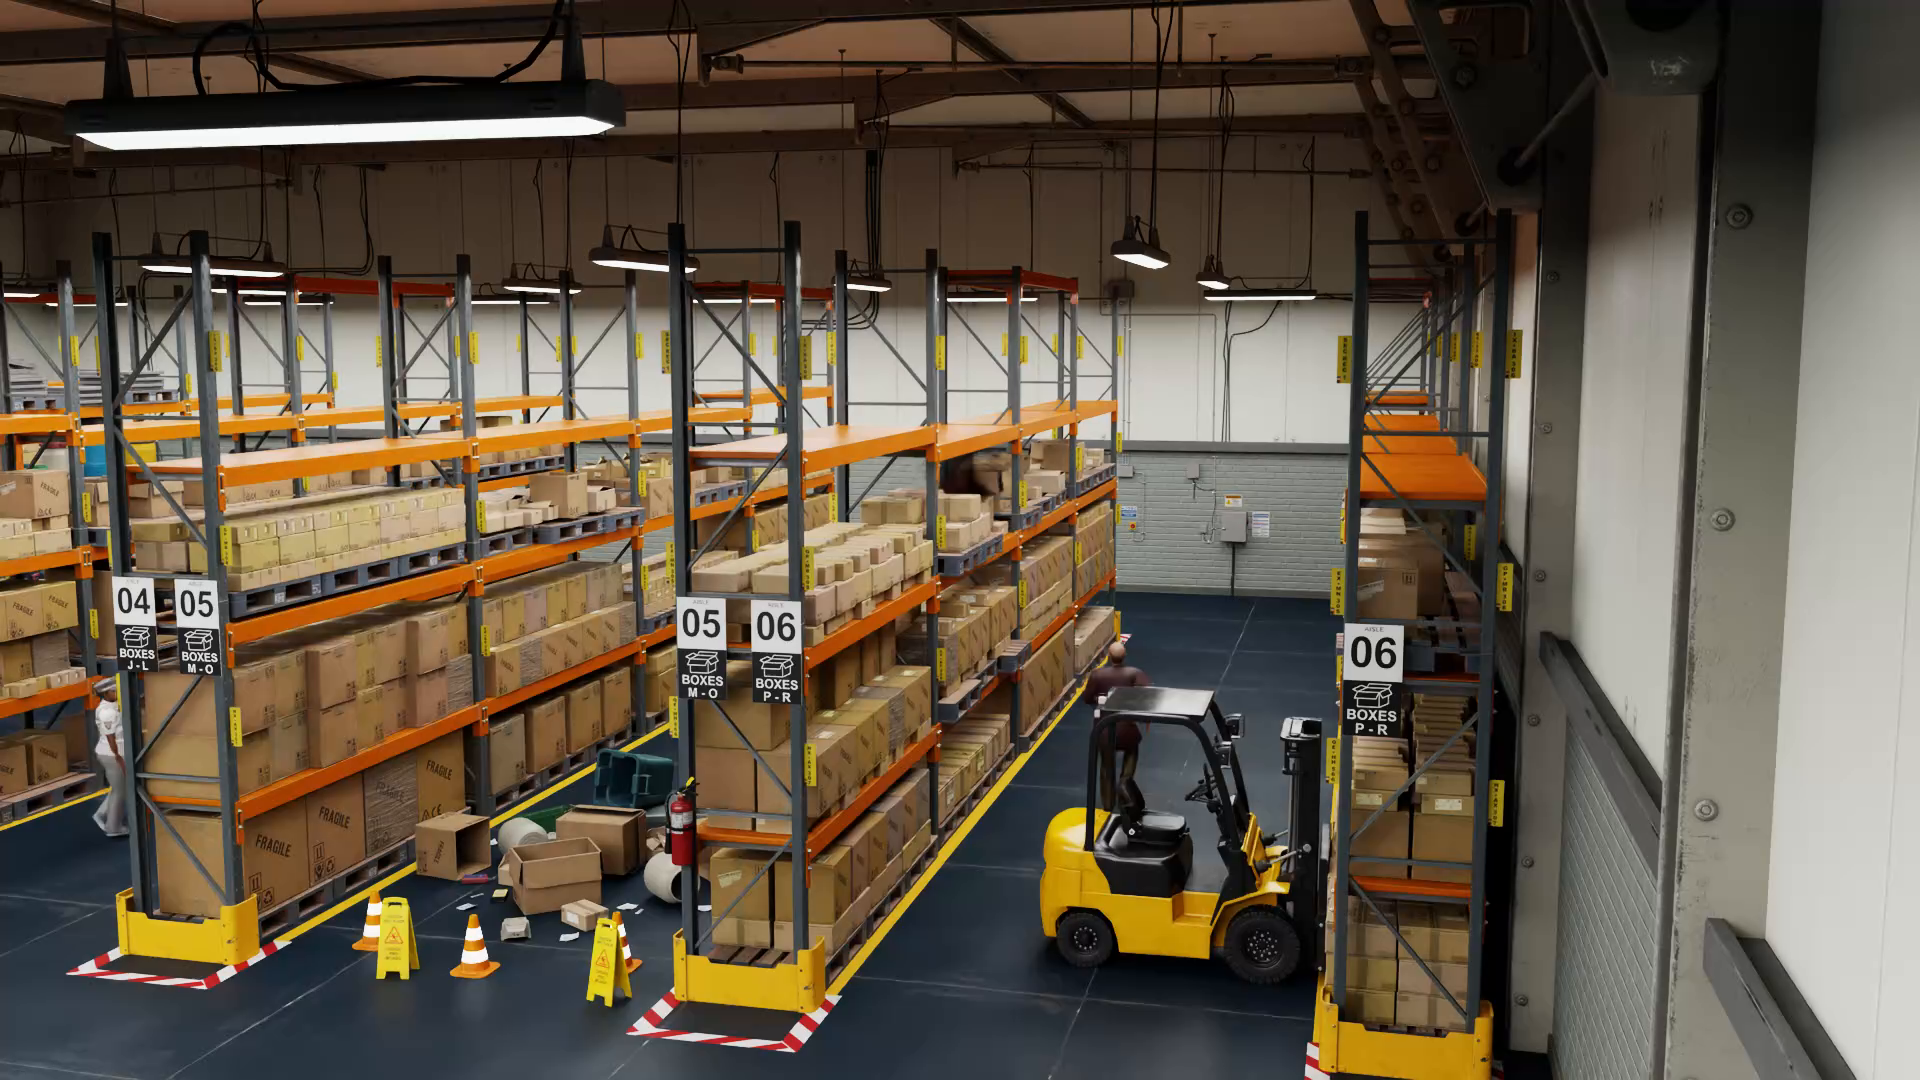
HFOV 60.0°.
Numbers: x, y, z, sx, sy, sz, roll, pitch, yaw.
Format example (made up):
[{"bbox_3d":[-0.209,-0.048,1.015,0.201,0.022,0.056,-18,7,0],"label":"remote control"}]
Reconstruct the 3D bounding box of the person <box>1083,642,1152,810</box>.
[{"bbox_3d":[1.673,1.950,17.261,0.752,1.807,0.658,2,7,18],"label":"person"}]

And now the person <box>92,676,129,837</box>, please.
[{"bbox_3d":[-8.735,2.228,17.187,0.447,1.691,0.463,-6,9,-42],"label":"person"}]
